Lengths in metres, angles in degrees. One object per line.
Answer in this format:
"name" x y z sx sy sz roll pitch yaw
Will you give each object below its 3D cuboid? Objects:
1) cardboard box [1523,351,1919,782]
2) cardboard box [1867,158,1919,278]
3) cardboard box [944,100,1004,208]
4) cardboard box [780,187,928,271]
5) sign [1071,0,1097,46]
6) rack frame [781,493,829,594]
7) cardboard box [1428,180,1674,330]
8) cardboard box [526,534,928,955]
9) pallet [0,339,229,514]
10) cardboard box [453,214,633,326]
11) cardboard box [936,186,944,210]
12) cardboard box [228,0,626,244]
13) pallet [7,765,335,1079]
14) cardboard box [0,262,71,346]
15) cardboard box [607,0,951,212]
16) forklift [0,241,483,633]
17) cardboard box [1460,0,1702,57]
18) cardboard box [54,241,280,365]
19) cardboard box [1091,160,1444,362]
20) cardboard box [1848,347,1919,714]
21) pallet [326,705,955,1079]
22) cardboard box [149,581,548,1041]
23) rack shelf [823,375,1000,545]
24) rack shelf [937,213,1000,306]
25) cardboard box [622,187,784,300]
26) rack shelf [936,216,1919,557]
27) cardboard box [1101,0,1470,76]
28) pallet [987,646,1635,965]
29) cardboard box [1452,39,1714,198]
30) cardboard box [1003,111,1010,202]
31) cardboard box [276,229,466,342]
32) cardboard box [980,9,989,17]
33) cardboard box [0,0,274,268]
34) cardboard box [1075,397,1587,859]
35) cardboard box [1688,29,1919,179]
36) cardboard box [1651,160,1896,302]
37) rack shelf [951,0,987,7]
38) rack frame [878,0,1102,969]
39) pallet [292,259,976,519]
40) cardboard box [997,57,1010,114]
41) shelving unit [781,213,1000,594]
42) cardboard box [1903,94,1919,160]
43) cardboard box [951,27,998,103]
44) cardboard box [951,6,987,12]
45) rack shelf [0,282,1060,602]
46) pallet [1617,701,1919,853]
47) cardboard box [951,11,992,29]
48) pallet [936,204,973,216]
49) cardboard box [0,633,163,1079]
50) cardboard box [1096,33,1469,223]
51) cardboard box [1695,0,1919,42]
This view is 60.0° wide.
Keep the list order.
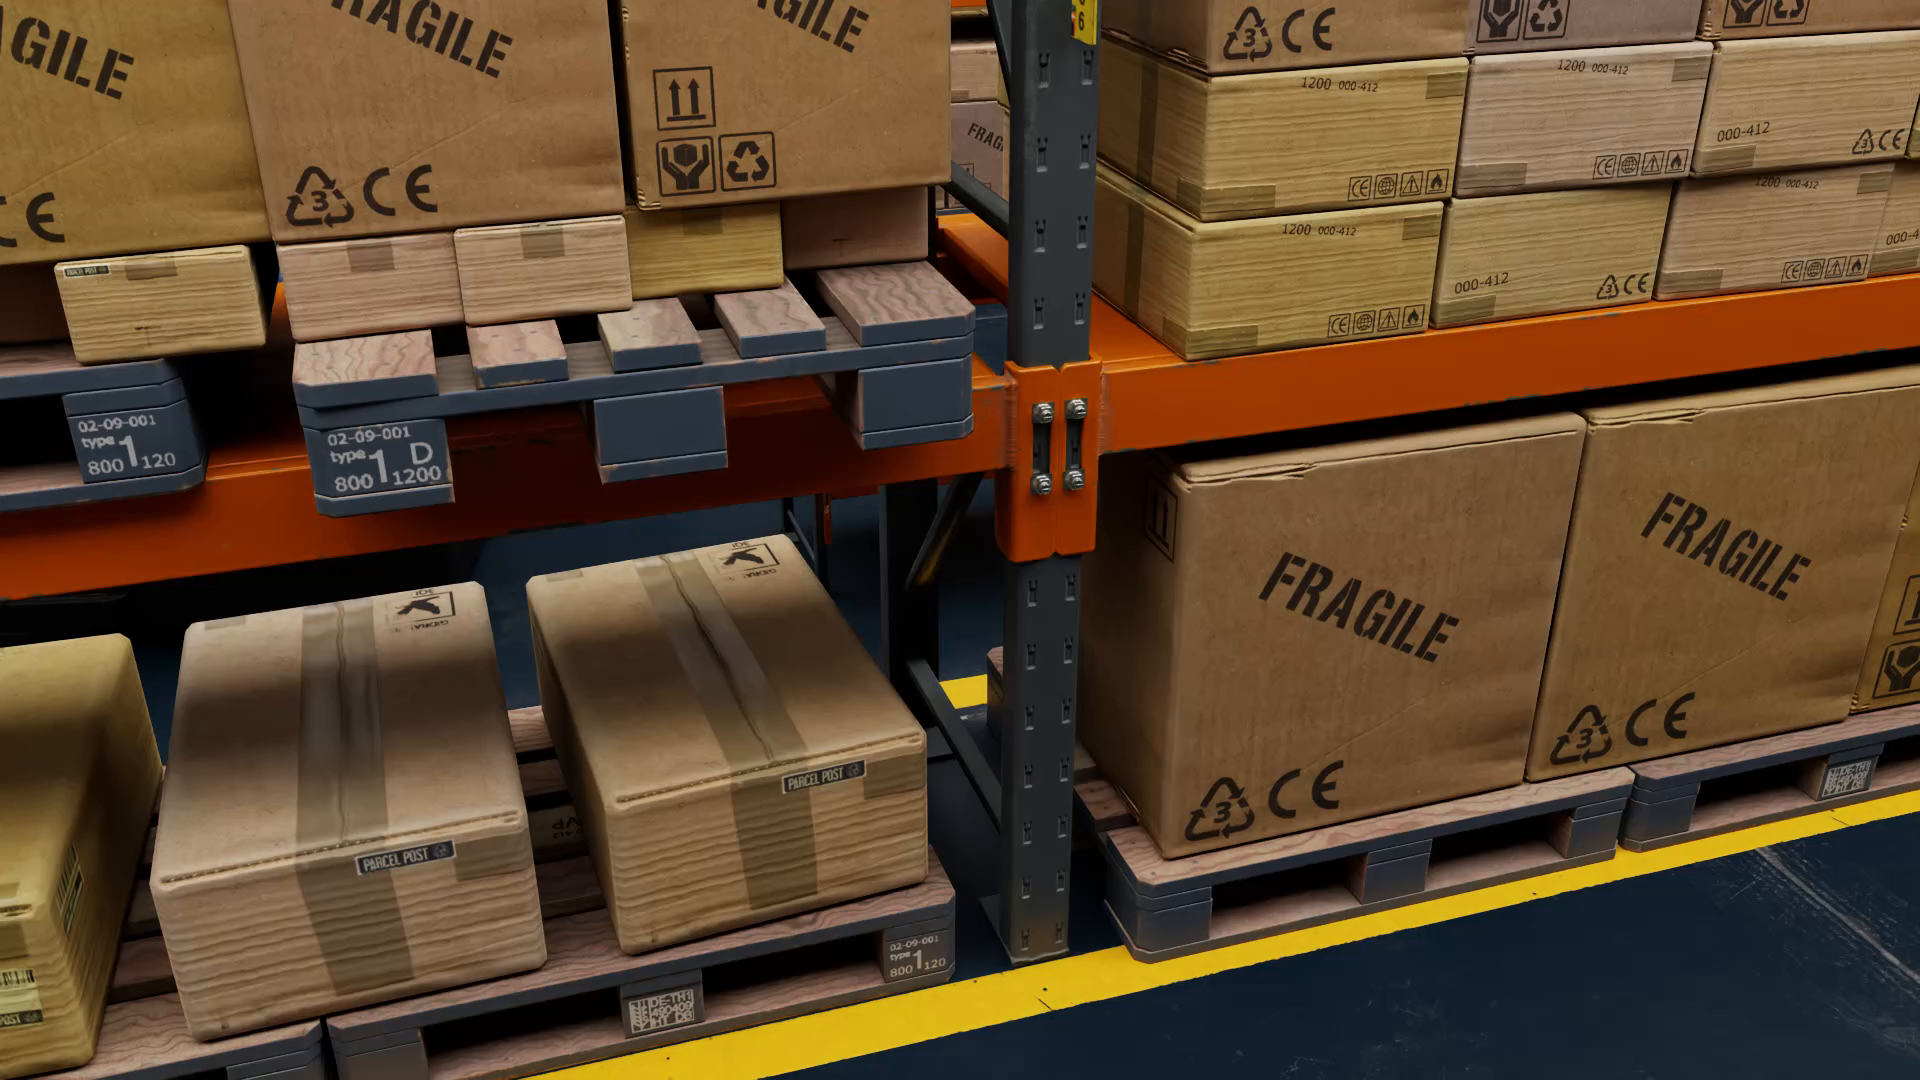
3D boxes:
"cardboard box" 1.547 -0.090 3.976 0.875 0.875 0.875 -8 27 -15
"cardboard box" 2.009 -0.784 3.625 0.500 0.250 0.500 -8 28 -16
"cardboard box" 0.101 -1.953 8.150 0.500 0.500 0.500 -9 28 -17
"cardboard box" -0.224 -0.604 2.903 0.250 0.149 0.380 -7 27 -14
"sign" 0.192 -0.928 2.533 0.005 0.325 0.100 -8 28 -16
"rack frame" -0.477 -0.435 4.861 0.032 1.125 0.500 -8 28 -16
"cardboard box" 1.041 -0.645 3.344 0.500 0.250 0.500 -9 28 -18
"cardboard box" -0.526 0.390 3.575 0.625 0.372 0.950 -10 28 -20
"pallet" -1.855 -0.297 2.691 1.213 0.211 1.003 -8 28 -16
"cardboard box" -0.682 -0.483 2.659 0.250 0.149 0.380 -8 28 -17
"cardboard box" -0.386 -1.881 8.004 0.500 0.500 0.500 -8 27 -15
"cardboard box" -0.820 -0.783 2.535 0.500 0.500 0.500 -9 28 -17
"pallet" -1.887 0.849 3.302 1.213 0.211 1.003 -8 28 -16
"cardboard box" -1.460 -0.426 2.546 0.250 0.149 0.380 -8 28 -16
"cardboard box" -0.331 -0.859 2.688 0.500 0.500 0.500 -9 28 -18
"forklift" -2.977 -1.229 4.430 3.031 2.935 1.130 -2 26 -4
"cardboard box" 1.028 -1.202 3.062 0.500 0.500 0.500 -8 28 -16
"cardboard box" -1.182 -0.408 2.508 0.250 0.149 0.380 -8 27 -15
"cardboard box" 0.558 -0.567 3.187 0.500 0.250 0.500 -9 28 -17
"cardboard box" 2.397 -0.213 4.224 0.875 0.875 0.875 -7 27 -15
"pallet" -0.729 0.683 3.637 1.213 0.211 1.003 -8 28 -16
"cardboard box" -1.225 0.495 3.363 0.625 0.372 0.950 -9 28 -17
"rack shelf" 0.006 -0.286 5.110 1.000 0.278 0.538 -8 28 -16
"rack shelf" 0.006 -0.767 4.872 1.000 0.278 0.538 -8 28 -16
"cardboard box" -0.457 -0.536 2.767 0.250 0.149 0.380 -8 27 -15
"rack shelf" 1.916 -0.626 3.947 4.000 0.370 1.077 -8 28 -16
"cardboard box" 0.559 -1.130 2.916 0.500 0.500 0.500 -9 28 -18
"pallet" 0.788 0.499 4.007 1.213 0.211 1.003 -8 28 -16
"cardboard box" 1.065 -0.866 3.227 0.500 0.250 0.500 -8 27 -15
"cardboard box" 0.415 -0.785 3.627 0.500 0.250 0.500 -9 28 -18
"cardboard box" -0.924 -0.451 2.596 0.250 0.149 0.380 -10 28 -19
"cardboard box" 0.413 -2.574 8.558 0.500 0.250 0.500 -7 27 -14
"cardboard box" -1.299 -0.713 2.394 0.500 0.500 0.500 -10 28 -20
"cardboard box" 0.697 0.031 3.732 0.875 0.875 0.875 -8 28 -17
"cardboard box" 1.542 -0.929 3.355 0.500 0.250 0.500 -8 28 -16
"cardboard box" 1.541 -0.715 3.485 0.500 0.250 0.500 -7 27 -14
"rack shelf" 0.287 -2.705 8.135 4.000 0.370 1.077 -8 28 -16
"rack frame" 0.015 -0.673 3.232 0.127 3.000 1.000 -8 28 -16
"pallet" -0.630 -0.444 2.986 1.003 0.211 1.213 -8 28 -16
"cardboard box" 0.397 -1.004 3.505 0.500 0.250 0.500 -8 28 -16
"shelving unit" 0.006 -0.505 5.002 1.048 1.125 0.538 -8 28 -16
"cardboard box" 2.029 -0.993 3.484 0.500 0.250 0.500 -8 27 -15
"cardboard box" 0.073 -2.281 7.968 0.500 0.250 0.500 -8 28 -16
"cardboard box" 0.147 -4.554 12.966 0.875 0.875 1.225 -8 28 -16
"rack shelf" -1.887 -0.075 2.837 4.000 0.370 1.077 -8 28 -16
"pallet" 1.946 0.333 4.342 1.213 0.211 1.003 -8 28 -16
"cardboard box" -0.080 -2.499 8.406 0.500 0.250 0.500 -8 27 -15
"pallet" 0.287 -1.776 8.591 1.213 0.211 1.003 -8 28 -16
"cardboard box" -1.948 0.597 3.158 0.625 0.372 0.950 -7 27 -14
"cardboard box" 0.573 -0.795 3.085 0.500 0.250 0.500 -8 28 -16
"cardboard box" 1.525 -1.267 3.192 0.500 0.500 0.500 -7 27 -15
